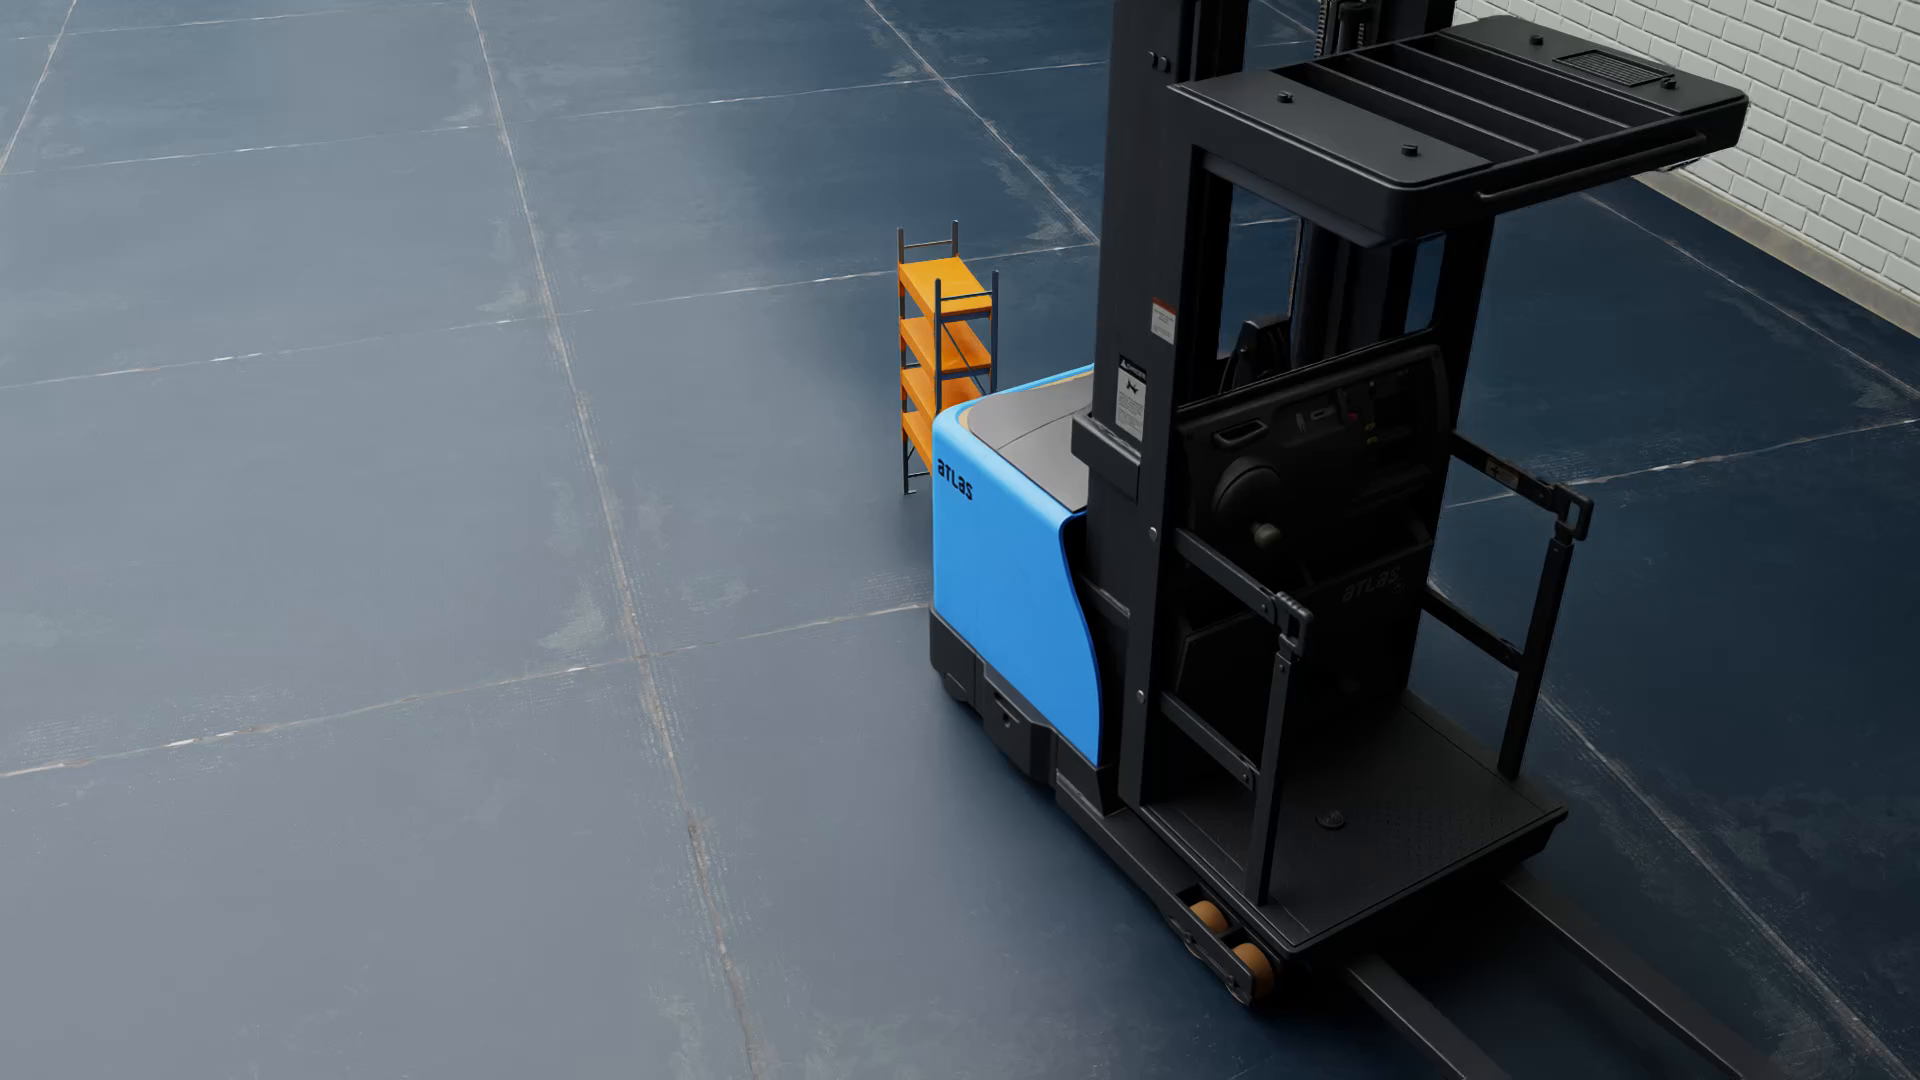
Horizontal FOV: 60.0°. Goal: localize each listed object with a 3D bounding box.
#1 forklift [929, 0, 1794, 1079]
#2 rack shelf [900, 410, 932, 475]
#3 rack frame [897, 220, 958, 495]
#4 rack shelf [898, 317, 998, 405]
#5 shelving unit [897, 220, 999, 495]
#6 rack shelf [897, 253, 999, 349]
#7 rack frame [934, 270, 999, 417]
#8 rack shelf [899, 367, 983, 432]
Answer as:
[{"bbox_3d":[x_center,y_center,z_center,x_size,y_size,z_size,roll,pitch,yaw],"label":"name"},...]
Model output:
[{"bbox_3d":[1.096,-0.199,4.393,1.130,2.935,3.031,-19,38,-26],"label":"forklift"},{"bbox_3d":[-0.051,-0.366,6.697,0.258,0.148,0.480,-10,35,-15],"label":"rack shelf"},{"bbox_3d":[-0.125,-0.716,6.745,0.240,1.200,0.015,-10,35,-15],"label":"rack frame"},{"bbox_3d":[-0.051,-0.718,6.465,0.258,0.148,0.480,-10,35,-15],"label":"rack shelf"},{"bbox_3d":[-0.051,-0.587,6.551,0.258,1.200,0.503,-10,35,-15],"label":"shelving unit"},{"bbox_3d":[-0.051,-0.915,6.334,0.258,0.148,0.480,-10,35,-15],"label":"rack shelf"},{"bbox_3d":[0.024,-0.459,6.357,0.240,1.200,0.015,-10,35,-15],"label":"rack frame"},{"bbox_3d":[-0.051,-0.531,6.588,0.258,0.148,0.480,-10,35,-15],"label":"rack shelf"}]
